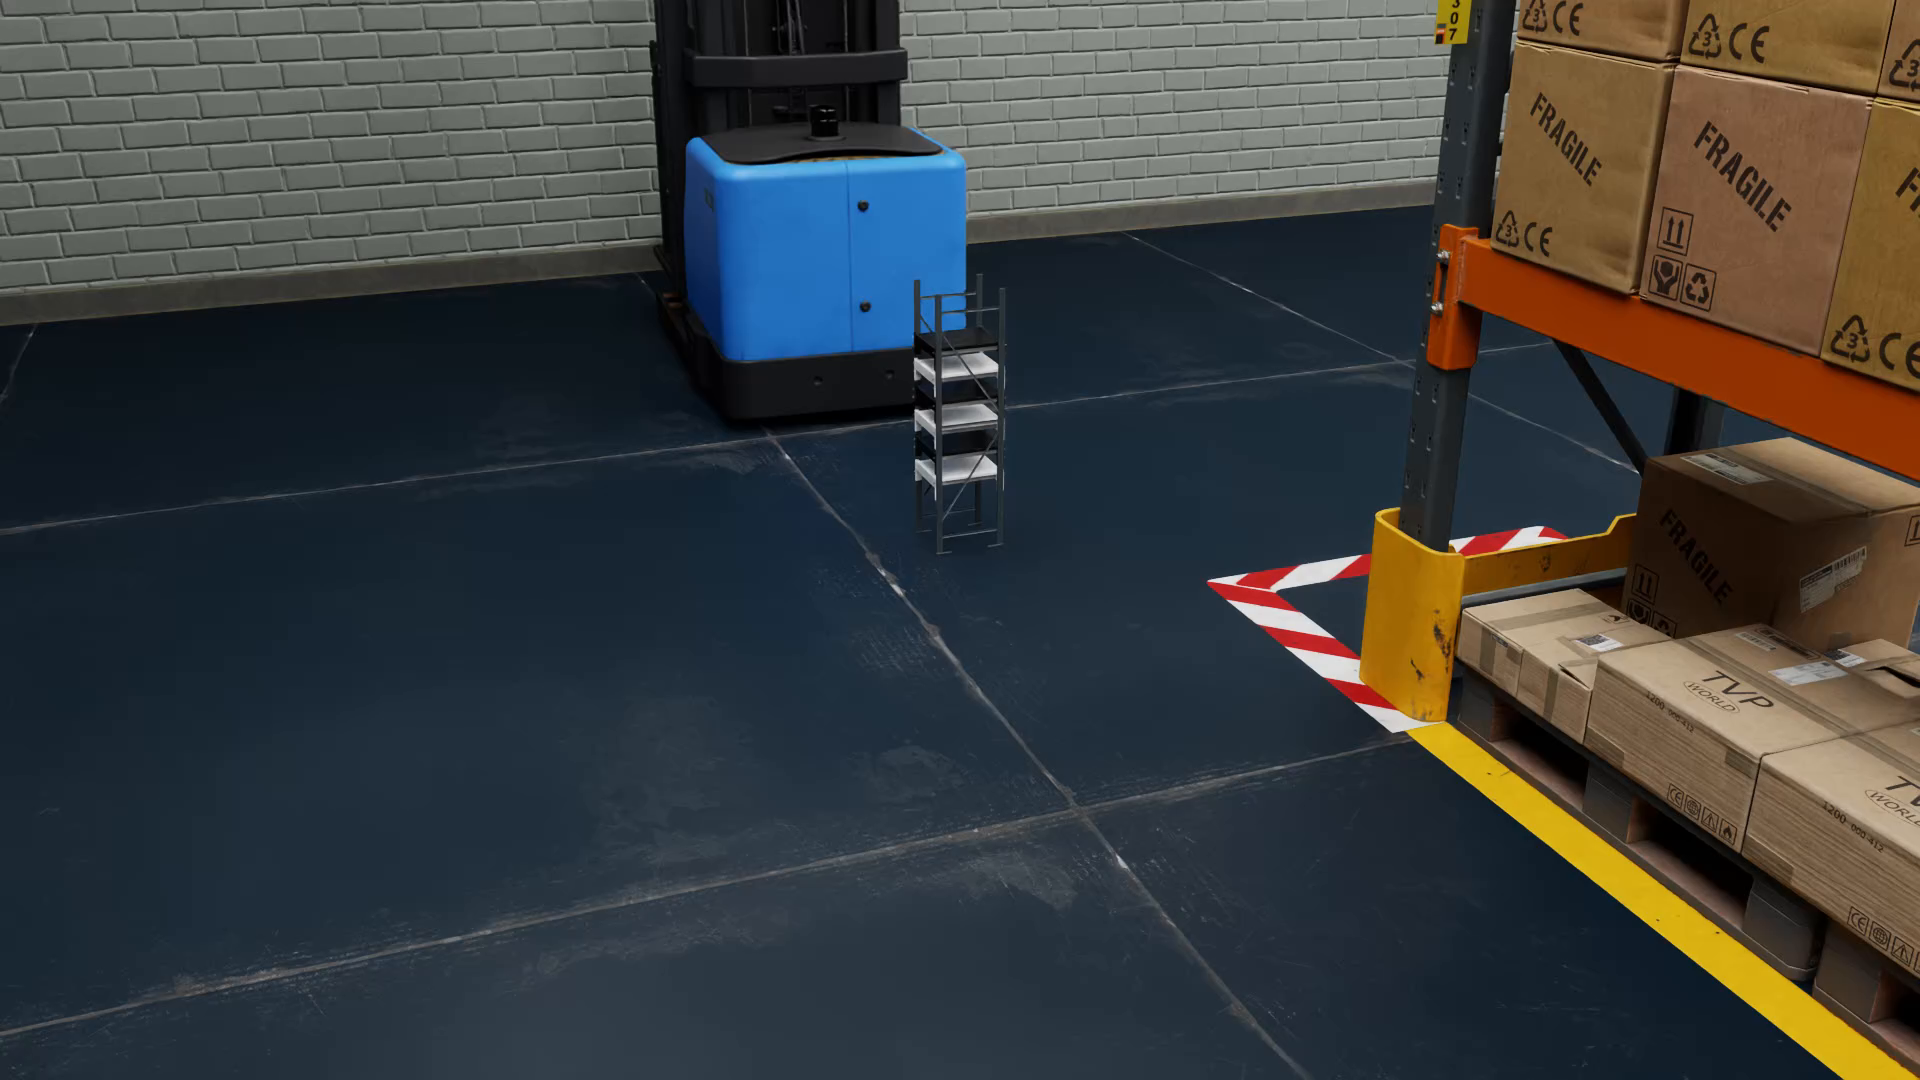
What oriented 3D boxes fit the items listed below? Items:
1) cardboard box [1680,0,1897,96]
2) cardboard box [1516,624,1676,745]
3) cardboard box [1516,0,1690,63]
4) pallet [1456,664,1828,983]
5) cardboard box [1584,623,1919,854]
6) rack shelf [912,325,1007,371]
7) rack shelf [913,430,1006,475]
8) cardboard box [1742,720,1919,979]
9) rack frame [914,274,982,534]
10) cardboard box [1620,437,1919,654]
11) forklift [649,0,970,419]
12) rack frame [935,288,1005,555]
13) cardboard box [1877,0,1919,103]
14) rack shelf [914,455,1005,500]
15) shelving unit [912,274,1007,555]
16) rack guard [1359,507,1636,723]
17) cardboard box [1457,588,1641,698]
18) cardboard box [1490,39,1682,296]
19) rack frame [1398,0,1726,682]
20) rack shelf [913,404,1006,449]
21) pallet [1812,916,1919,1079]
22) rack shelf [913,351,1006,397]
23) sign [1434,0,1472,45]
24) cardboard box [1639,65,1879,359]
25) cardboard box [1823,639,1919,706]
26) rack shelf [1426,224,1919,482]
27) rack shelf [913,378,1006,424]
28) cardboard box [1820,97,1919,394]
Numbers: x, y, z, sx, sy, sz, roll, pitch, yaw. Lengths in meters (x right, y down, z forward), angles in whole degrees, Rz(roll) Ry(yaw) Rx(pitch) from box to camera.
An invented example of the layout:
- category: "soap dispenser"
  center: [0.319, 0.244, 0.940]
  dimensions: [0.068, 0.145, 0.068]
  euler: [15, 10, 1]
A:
- category: "cardboard box"
  center: [1.817, -1.164, 3.235]
  dimensions: [0.500, 0.500, 0.500]
  euler: [-8, 24, -18]
- category: "cardboard box"
  center: [1.630, 0.349, 4.141]
  dimensions: [0.380, 0.166, 0.250]
  euler: [-8, 24, -19]
- category: "cardboard box"
  center: [1.625, -1.353, 3.683]
  dimensions: [0.500, 0.500, 0.500]
  euler: [-8, 24, -17]
- category: "pallet"
  center: [2.024, 0.558, 4.154]
  dimensions: [1.003, 0.211, 1.213]
  euler: [-8, 24, -19]
- category: "cardboard box"
  center: [1.818, 0.439, 3.821]
  dimensions: [0.500, 0.250, 0.500]
  euler: [-8, 24, -19]
- category: "rack shelf"
  center: [-0.003, -0.636, 5.490]
  dimensions: [0.258, 0.077, 0.200]
  euler: [-8, 24, -19]
- category: "rack shelf"
  center: [-0.003, -0.304, 5.630]
  dimensions: [0.258, 0.077, 0.200]
  euler: [-8, 24, -19]
- category: "cardboard box"
  center: [1.995, 0.620, 3.390]
  dimensions: [0.500, 0.250, 0.500]
  euler: [-8, 24, -19]
- category: "rack frame"
  center: [-0.039, -0.455, 5.670]
  dimensions: [0.240, 0.900, 0.006]
  euler: [-8, 24, -19]
- category: "cardboard box"
  center: [2.137, 0.069, 4.376]
  dimensions: [0.500, 0.500, 0.500]
  euler: [-8, 24, -19]
- category: "forklift"
  center: [-0.881, -2.385, 7.634]
  dimensions: [1.130, 2.935, 3.031]
  euler: [-7, 24, -16]
- category: "rack frame"
  center: [0.033, -0.381, 5.495]
  dimensions: [0.240, 0.900, 0.006]
  euler: [-8, 24, -19]
- category: "cardboard box"
  center: [1.989, -0.982, 2.802]
  dimensions: [0.500, 0.500, 0.500]
  euler: [-8, 24, -18]
- category: "rack shelf"
  center: [-0.003, -0.221, 5.665]
  dimensions: [0.258, 0.077, 0.200]
  euler: [-8, 24, -19]
- category: "shelving unit"
  center: [-0.003, -0.418, 5.582]
  dimensions: [0.258, 0.900, 0.210]
  euler: [-8, 24, -19]
- category: "rack guard"
  center: [1.742, 0.136, 4.785]
  dimensions: [1.175, 0.500, 0.348]
  euler: [-8, 24, -19]
- category: "cardboard box"
  center: [1.541, 0.266, 4.360]
  dimensions: [0.380, 0.149, 0.250]
  euler: [-8, 24, -19]
- category: "cardboard box"
  center: [1.625, -0.893, 3.877]
  dimensions: [0.500, 0.500, 0.500]
  euler: [-8, 24, -18]
- category: "rack frame"
  center: [1.715, -1.044, 4.365]
  dimensions: [1.000, 3.000, 0.127]
  euler: [-8, 24, -19]
- category: "rack shelf"
  center: [-0.003, -0.387, 5.595]
  dimensions: [0.258, 0.077, 0.200]
  euler: [-8, 24, -19]
- category: "pallet"
  center: [2.452, 1.001, 3.104]
  dimensions: [1.003, 0.211, 1.213]
  euler: [-8, 24, -19]
- category: "rack shelf"
  center: [-0.003, -0.553, 5.525]
  dimensions: [0.258, 0.077, 0.200]
  euler: [-8, 24, -19]
- category: "sign"
  center: [1.207, -1.368, 4.020]
  dimensions: [0.100, 0.325, 0.005]
  euler: [-8, 24, -19]
- category: "cardboard box"
  center: [1.812, -0.706, 3.434]
  dimensions: [0.500, 0.500, 0.500]
  euler: [-9, 24, -20]
- category: "cardboard box"
  center: [2.196, 0.382, 4.063]
  dimensions: [0.380, 0.166, 0.250]
  euler: [-8, 24, -19]
- category: "rack shelf"
  center: [2.421, 0.014, 2.780]
  dimensions: [1.077, 0.370, 4.000]
  euler: [-8, 24, -19]
- category: "rack shelf"
  center: [-0.003, -0.470, 5.560]
  dimensions: [0.258, 0.077, 0.200]
  euler: [-8, 24, -19]
- category: "cardboard box"
  center: [1.987, -0.523, 3.000]
  dimensions: [0.500, 0.500, 0.500]
  euler: [-8, 24, -19]
